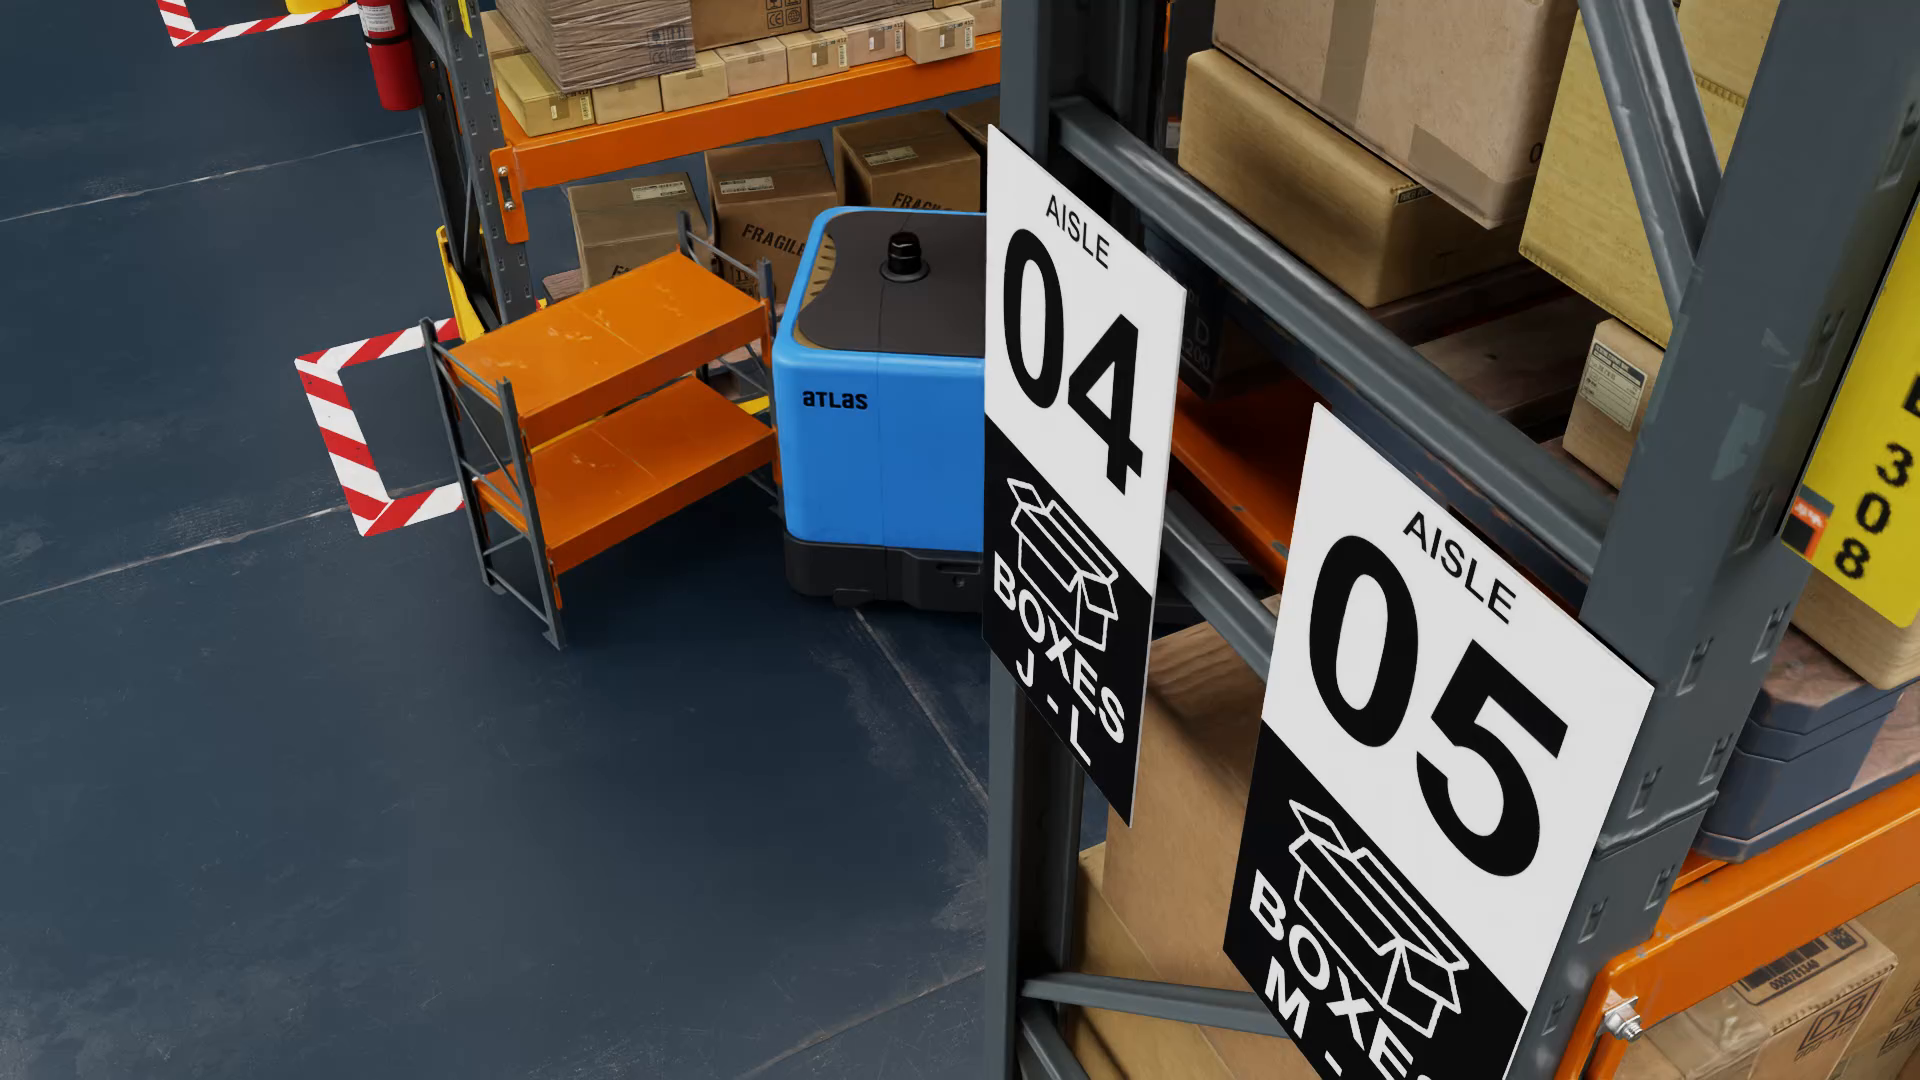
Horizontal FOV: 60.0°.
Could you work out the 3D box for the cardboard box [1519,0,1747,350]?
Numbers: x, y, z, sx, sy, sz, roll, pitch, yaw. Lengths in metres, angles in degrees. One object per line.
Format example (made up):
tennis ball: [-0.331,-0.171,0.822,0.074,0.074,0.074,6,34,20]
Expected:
cardboard box: [0.872,-0.304,1.449,0.500,0.250,0.500,-19,44,-21]

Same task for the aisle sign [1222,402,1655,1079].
aisle sign: [0.401,0.294,1.569,0.004,0.787,0.394,-19,44,-21]

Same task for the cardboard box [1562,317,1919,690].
cardboard box: [0.778,-0.073,1.485,0.250,0.149,0.380,-18,44,-20]

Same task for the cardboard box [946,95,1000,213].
cardboard box: [0.280,-1.677,7.520,0.500,0.500,0.500,-22,45,-24]

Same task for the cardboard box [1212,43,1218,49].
cardboard box: [1.298,-2.083,7.999,0.500,0.500,0.500,-20,44,-22]

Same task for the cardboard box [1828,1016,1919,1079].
cardboard box: [1.111,0.722,2.959,0.550,0.550,0.875,-19,44,-21]

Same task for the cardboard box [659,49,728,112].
cardboard box: [-1.054,-1.762,6.204,0.250,0.149,0.380,-19,44,-21]

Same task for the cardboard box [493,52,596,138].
cardboard box: [-1.513,-1.632,6.051,0.250,0.149,0.380,-19,44,-21]

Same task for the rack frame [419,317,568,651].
rack frame: [-1.556,-0.167,5.576,0.032,1.125,0.500,-32,50,-32]

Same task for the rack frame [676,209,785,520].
rack frame: [-0.821,-0.621,6.113,0.032,1.125,0.500,-32,50,-32]

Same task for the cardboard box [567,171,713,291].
cardboard box: [-1.314,-1.162,6.911,0.500,0.500,0.500,-11,41,-13]

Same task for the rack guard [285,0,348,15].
rack guard: [-4.118,-3.713,10.250,0.348,0.500,1.175,-19,44,-21]

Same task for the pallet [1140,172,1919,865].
pallet: [0.979,-0.246,1.965,1.213,0.211,1.003,-19,44,-21]

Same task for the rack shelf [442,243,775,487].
rack shelf: [-1.188,-0.617,5.655,1.000,0.278,0.538,-32,50,-32]

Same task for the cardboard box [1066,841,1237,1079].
cardboard box: [0.634,0.899,2.750,0.550,0.550,0.875,-19,44,-21]

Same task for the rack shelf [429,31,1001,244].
rack shelf: [-0.102,-2.102,6.968,4.000,0.370,1.077,-19,44,-21]

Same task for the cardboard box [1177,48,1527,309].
cardboard box: [0.464,-0.448,1.928,0.250,0.149,0.380,-19,44,-21]

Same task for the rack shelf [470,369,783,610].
rack shelf: [-1.188,-0.207,6.002,1.000,0.278,0.538,-32,50,-32]

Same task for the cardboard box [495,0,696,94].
cardboard box: [-1.376,-2.080,6.077,0.500,0.500,0.875,-19,44,-21]

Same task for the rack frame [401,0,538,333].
rack frame: [-1.876,-1.779,6.030,0.127,3.000,1.000,-19,44,-21]

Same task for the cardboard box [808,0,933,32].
cardboard box: [-0.524,-2.422,6.482,0.500,0.500,0.875,-19,44,-21]

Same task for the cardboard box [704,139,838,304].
cardboard box: [-0.800,-1.360,7.145,0.500,0.500,0.500,-8,41,-9]

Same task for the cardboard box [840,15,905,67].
cardboard box: [-0.408,-2.009,6.496,0.250,0.149,0.380,-19,44,-21]

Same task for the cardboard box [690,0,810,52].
cardboard box: [-0.987,-2.297,6.335,0.500,0.500,0.875,-19,44,-21]

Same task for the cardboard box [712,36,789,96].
cardboard box: [-0.842,-1.848,6.306,0.250,0.149,0.380,-19,44,-21]

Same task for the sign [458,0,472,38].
sign: [-1.625,-1.799,5.384,0.005,0.325,0.100,-19,44,-21]

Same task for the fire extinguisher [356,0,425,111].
fire extinguisher: [-2.190,-1.980,6.327,0.183,0.674,0.296,-19,44,-21]

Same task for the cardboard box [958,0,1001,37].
cardboard box: [0.023,-2.175,6.692,0.250,0.149,0.380,-19,44,-21]

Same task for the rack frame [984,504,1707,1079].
rack frame: [0.326,1.093,2.637,0.127,3.000,1.000,-19,44,-21]

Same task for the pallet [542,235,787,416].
pallet: [-1.072,-0.960,7.221,1.213,0.211,1.003,-19,44,-21]

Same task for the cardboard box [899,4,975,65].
cardboard box: [-0.138,-2.024,6.514,0.250,0.149,0.380,-19,44,-21]

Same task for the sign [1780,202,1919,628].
sign: [0.577,-0.096,0.982,0.005,0.325,0.100,-19,44,-21]

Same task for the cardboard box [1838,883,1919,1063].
cardboard box: [1.118,0.318,2.601,0.550,0.550,0.875,-19,44,-21]

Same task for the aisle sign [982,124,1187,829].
aisle sign: [0.124,-0.050,1.975,0.004,0.787,0.394,-19,44,-21]

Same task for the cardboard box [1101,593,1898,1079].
cardboard box: [0.672,0.535,2.344,0.550,0.550,0.875,-19,44,-21]

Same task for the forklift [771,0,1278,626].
forklift: [0.925,-1.119,5.303,3.031,2.935,1.130,3,40,4]

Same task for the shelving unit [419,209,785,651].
shelving unit: [-1.188,-0.394,5.844,1.048,1.125,0.538,-32,50,-32]

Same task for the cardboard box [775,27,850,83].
cardboard box: [-0.617,-1.919,6.389,0.250,0.149,0.380,-19,44,-21]

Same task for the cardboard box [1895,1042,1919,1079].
cardboard box: [1.666,0.627,3.071,0.550,0.550,0.875,-19,44,-21]

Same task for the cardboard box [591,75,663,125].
cardboard box: [-1.283,-1.696,6.126,0.250,0.149,0.380,-19,44,-21]

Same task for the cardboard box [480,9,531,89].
cardboard box: [-1.719,-1.887,6.352,0.250,0.149,0.380,-19,44,-21]

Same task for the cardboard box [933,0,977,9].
cardboard box: [-0.075,-2.564,6.650,0.500,0.500,0.875,-19,44,-21]

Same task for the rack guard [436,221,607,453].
rack guard: [-1.809,-0.848,6.865,0.348,0.500,1.175,-19,44,-21]

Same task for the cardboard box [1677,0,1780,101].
cardboard box: [0.769,-0.376,1.226,0.250,0.149,0.380,-18,43,-20]

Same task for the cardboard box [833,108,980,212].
cardboard box: [-0.236,-1.536,7.353,0.500,0.500,0.500,-15,42,-17]

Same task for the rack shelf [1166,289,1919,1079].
rack shelf: [2.099,-0.374,2.606,4.000,0.370,1.077,-19,44,-21]

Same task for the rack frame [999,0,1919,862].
rack frame: [0.326,-1.197,0.699,0.127,3.000,1.000,-19,44,-21]

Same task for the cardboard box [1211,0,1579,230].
cardboard box: [0.631,-0.613,1.814,0.500,0.250,0.500,-18,43,-20]
